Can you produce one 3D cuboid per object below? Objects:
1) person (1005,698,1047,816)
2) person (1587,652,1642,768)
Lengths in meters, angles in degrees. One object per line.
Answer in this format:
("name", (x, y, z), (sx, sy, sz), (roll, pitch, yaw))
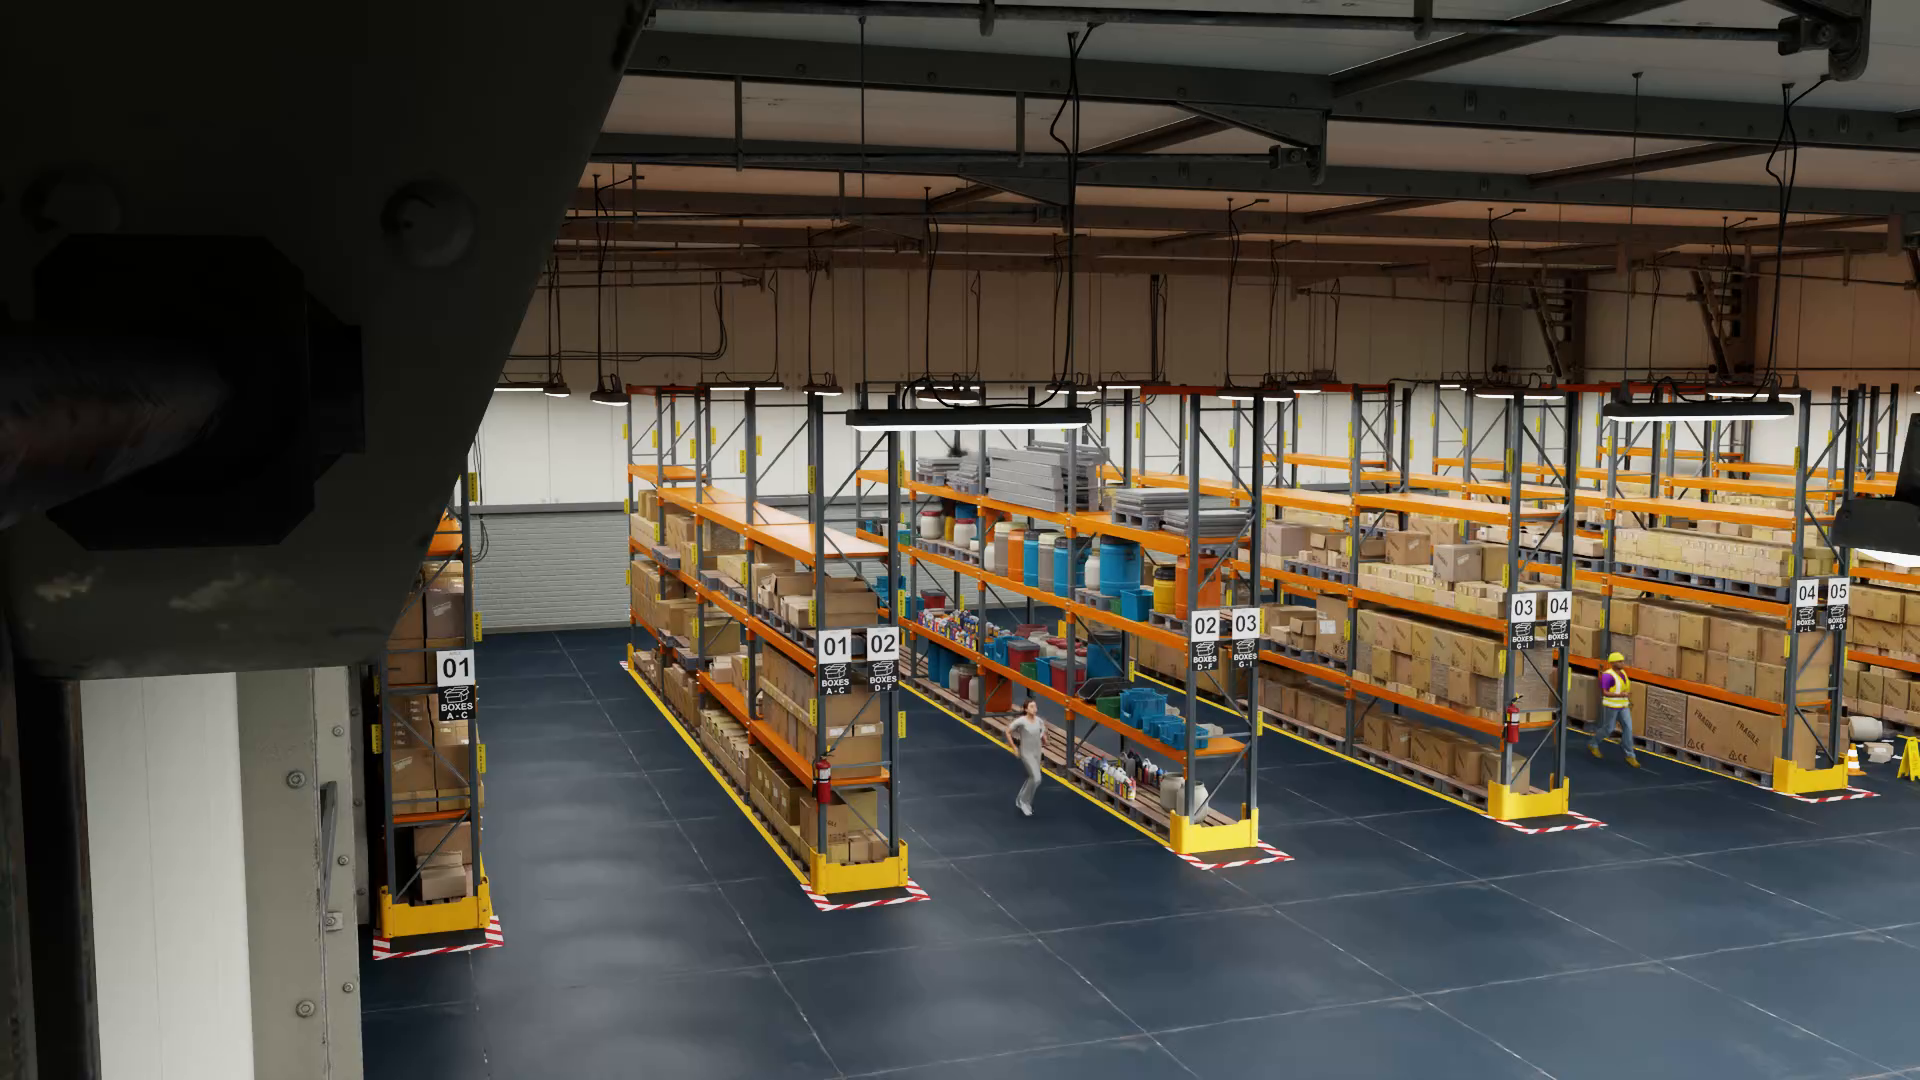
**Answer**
("person", (0.999, 3.068, 23.554), (0.537, 1.659, 0.670), (-5, 8, -38))
("person", (10.475, 2.686, 26.588), (0.689, 1.796, 0.928), (-3, 7, -28))
